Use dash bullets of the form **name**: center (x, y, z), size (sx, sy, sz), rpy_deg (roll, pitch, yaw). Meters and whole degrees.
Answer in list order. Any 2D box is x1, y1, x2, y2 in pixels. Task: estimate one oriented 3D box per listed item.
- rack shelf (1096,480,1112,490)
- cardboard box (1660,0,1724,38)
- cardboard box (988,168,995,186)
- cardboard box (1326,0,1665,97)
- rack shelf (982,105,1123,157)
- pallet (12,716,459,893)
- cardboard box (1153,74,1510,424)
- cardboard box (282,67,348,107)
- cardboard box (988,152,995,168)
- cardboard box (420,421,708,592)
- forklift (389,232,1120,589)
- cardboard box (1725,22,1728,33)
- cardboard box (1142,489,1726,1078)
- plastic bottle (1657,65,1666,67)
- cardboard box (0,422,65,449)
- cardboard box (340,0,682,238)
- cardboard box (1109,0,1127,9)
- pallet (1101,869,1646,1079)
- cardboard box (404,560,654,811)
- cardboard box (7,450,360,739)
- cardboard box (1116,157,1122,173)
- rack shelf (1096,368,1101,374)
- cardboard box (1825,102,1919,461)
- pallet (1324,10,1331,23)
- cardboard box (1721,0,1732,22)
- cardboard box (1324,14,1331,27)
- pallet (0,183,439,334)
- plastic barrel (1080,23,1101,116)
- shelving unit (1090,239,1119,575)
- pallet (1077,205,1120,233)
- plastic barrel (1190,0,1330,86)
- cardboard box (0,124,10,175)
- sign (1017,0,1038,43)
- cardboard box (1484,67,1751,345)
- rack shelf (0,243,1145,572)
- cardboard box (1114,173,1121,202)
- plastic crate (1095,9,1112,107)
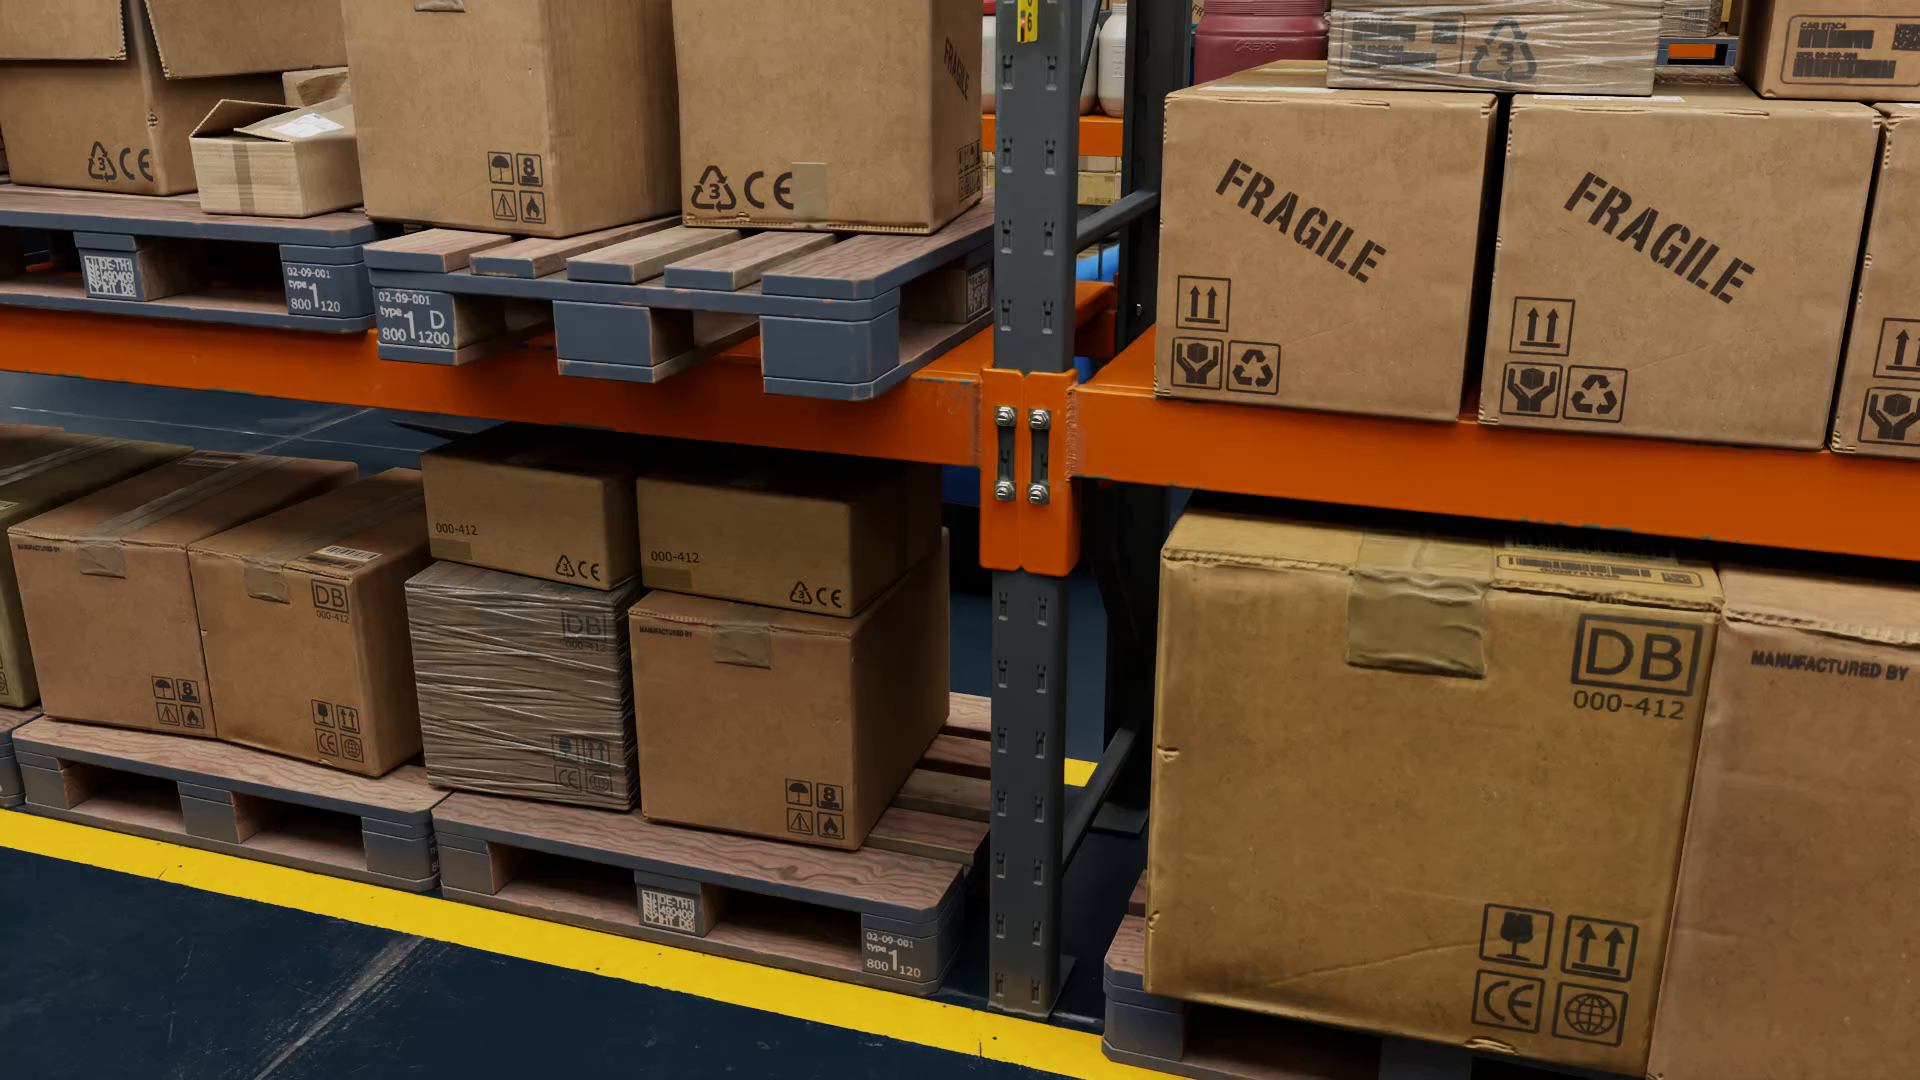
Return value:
- **rack shelf**: center (0.586, -0.200, 5.692), size (0.180, 0.103, 0.258), rpy_deg (9, 21, 25)
- **cardboard box**: center (4.966, -3.749, 11.485), size (0.500, 0.500, 0.700), rpy_deg (11, 22, 28)
- **cardboard box**: center (0.537, -2.851, 13.237), size (0.500, 0.250, 0.500), rpy_deg (7, 20, 19)
- **cardboard box**: center (0.964, -1.052, 2.862), size (0.637, 0.503, 0.797), rpy_deg (7, 20, 20)
- **rack shelf**: center (0.015, -2.032, 8.440), size (4.000, 0.370, 1.077), rpy_deg (7, 20, 18)
- **pallet**: center (-1.608, 0.484, 4.366), size (1.213, 0.211, 1.003), rpy_deg (7, 20, 18)
- **cardboard box**: center (0.649, -0.525, 2.875), size (0.500, 0.500, 0.500), rpy_deg (7, 20, 20)
- **cardboard box**: center (-1.229, -0.995, 3.964), size (0.500, 0.250, 0.500), rpy_deg (6, 20, 17)
- **cardboard box**: center (0.534, -3.114, 13.140), size (0.500, 0.311, 0.500), rpy_deg (6, 20, 17)
- **cardboard box**: center (-0.868, -0.114, 3.836), size (0.500, 0.250, 0.500), rpy_deg (9, 21, 24)
- **forklift**: center (-0.834, -1.538, 6.036), size (3.031, 2.935, 1.130), rpy_deg (9, 21, 25)
- **cardboard box**: center (7.336, -4.794, 15.623), size (0.250, 0.149, 0.380), rpy_deg (6, 20, 17)
- **cardboard box**: center (0.924, 0.271, 3.332), size (0.875, 0.875, 1.225), rpy_deg (6, 20, 16)
- **plastic bottle**: center (2.973, -1.849, 7.002), size (0.133, 0.283, 0.061), rpy_deg (7, 20, 18)
- **cardboard box**: center (-2.927, -0.002, 4.653), size (0.500, 0.500, 0.700), rpy_deg (5, 20, 14)
- **cardboard box**: center (-0.805, -0.936, 3.414), size (0.500, 0.500, 0.700), rpy_deg (10, 21, 26)
- **cardboard box**: center (1.446, -3.975, 12.771), size (0.500, 0.500, 0.500), rpy_deg (7, 20, 18)
- **pallet**: center (0.999, 0.810, 3.432), size (1.213, 0.211, 1.003), rpy_deg (7, 20, 18)
- **cardboard box**: center (-0.889, 0.235, 3.974), size (0.500, 0.500, 0.700), rpy_deg (5, 20, 14)
- **cardboard box**: center (-1.954, 0.116, 4.316), size (0.500, 0.500, 0.700), rpy_deg (5, 20, 13)
- **cardboard box**: center (1.516, -3.004, 12.825), size (0.500, 0.311, 0.500), rpy_deg (7, 20, 20)
- **rack shelf**: center (0.586, -0.540, 5.574), size (0.180, 0.103, 0.258), rpy_deg (9, 21, 25)
- **cardboard box**: center (1.622, -0.416, 2.561), size (0.500, 0.500, 0.500), rpy_deg (6, 20, 17)
- **pallet**: center (3.272, -5.346, 17.148), size (1.213, 0.211, 1.003), rpy_deg (7, 20, 18)
- **cardboard box**: center (6.985, -5.133, 15.612), size (0.500, 0.500, 0.500), rpy_deg (7, 20, 20)
- **cardboard box**: center (2.752, -3.810, 12.584), size (0.500, 0.311, 0.500), rpy_deg (6, 20, 17)
- **pallet**: center (-1.605, -0.726, 3.893), size (1.213, 0.211, 1.003), rpy_deg (7, 20, 18)
- **plastic barrel**: center (0.464, -2.298, 7.943), size (0.421, 0.512, 0.421), rpy_deg (0, 19, 0)
- **shelving unit**: center (0.586, -0.469, 5.599), size (0.189, 1.200, 0.258), rpy_deg (9, 21, 25)
- **pallet**: center (1.620, -2.612, 13.248), size (1.213, 0.211, 1.003), rpy_deg (7, 20, 18)
- **plastic barrel**: center (1.366, -2.175, 7.553), size (0.708, 0.536, 0.600), rpy_deg (7, 20, 18)
- **cardboard box**: center (-2.795, -1.400, 3.985), size (1.000, 1.000, 1.000), rpy_deg (7, 20, 18)
- **sign**: center (0.110, -0.955, 2.620), size (0.005, 0.325, 0.100), rpy_deg (7, 20, 18)
- **cardboard box**: center (1.295, -0.631, 3.176), size (0.500, 0.500, 0.500), rpy_deg (6, 20, 18)
- **rack shelf**: center (-1.611, -0.492, 4.022), size (4.000, 0.370, 1.077), rpy_deg (7, 20, 18)
- **cardboard box**: center (1.507, -2.740, 12.920), size (0.500, 0.250, 0.500), rpy_deg (7, 20, 19)
- **plastic crate**: center (0.478, -2.455, 8.465), size (0.583, 0.464, 0.402), rpy_deg (7, 20, 18)
